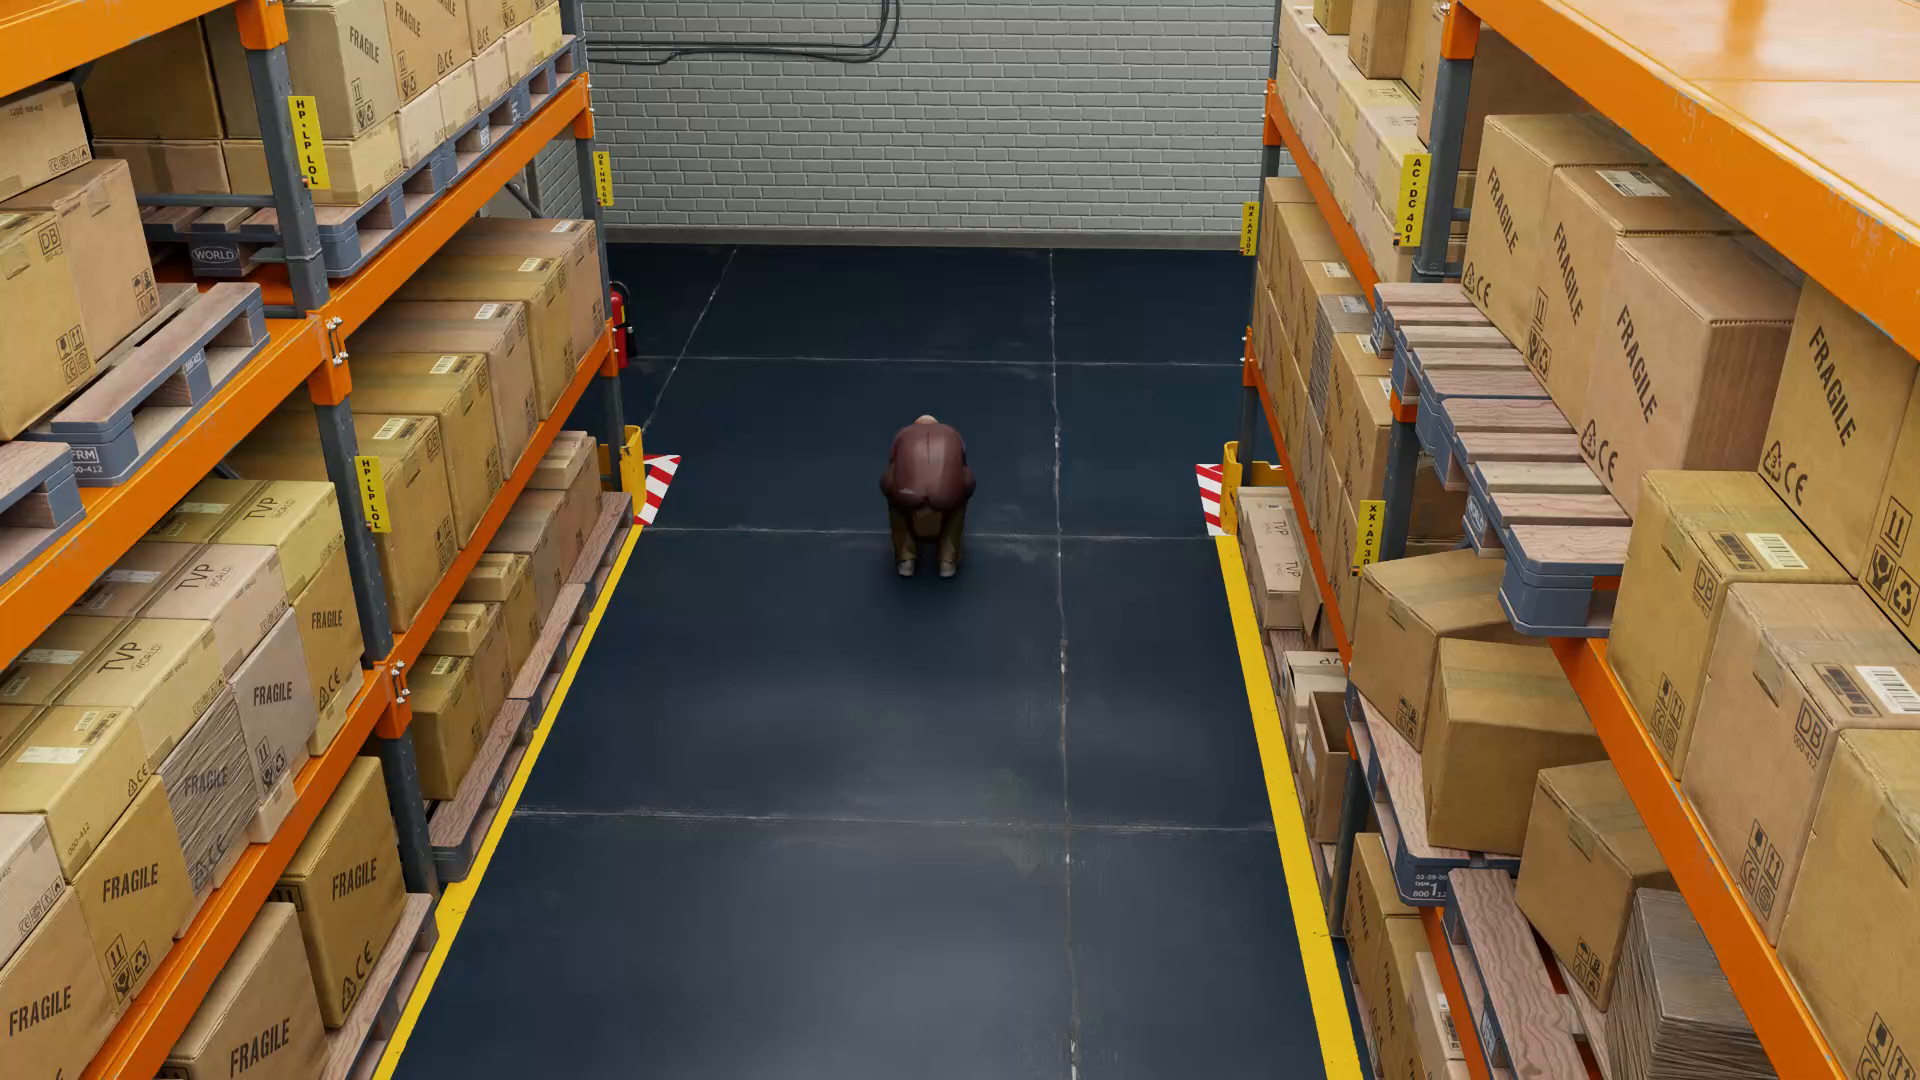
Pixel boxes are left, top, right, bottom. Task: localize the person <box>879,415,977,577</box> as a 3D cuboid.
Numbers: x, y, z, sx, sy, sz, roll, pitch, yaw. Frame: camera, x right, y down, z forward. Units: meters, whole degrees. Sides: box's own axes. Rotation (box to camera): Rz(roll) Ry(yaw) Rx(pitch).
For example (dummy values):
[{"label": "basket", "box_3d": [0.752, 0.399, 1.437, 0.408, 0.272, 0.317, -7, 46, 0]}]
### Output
[{"label": "person", "box_3d": [-0.195, -0.302, 10.201, 0.593, 0.898, 0.953, 0, 28, 0]}]
